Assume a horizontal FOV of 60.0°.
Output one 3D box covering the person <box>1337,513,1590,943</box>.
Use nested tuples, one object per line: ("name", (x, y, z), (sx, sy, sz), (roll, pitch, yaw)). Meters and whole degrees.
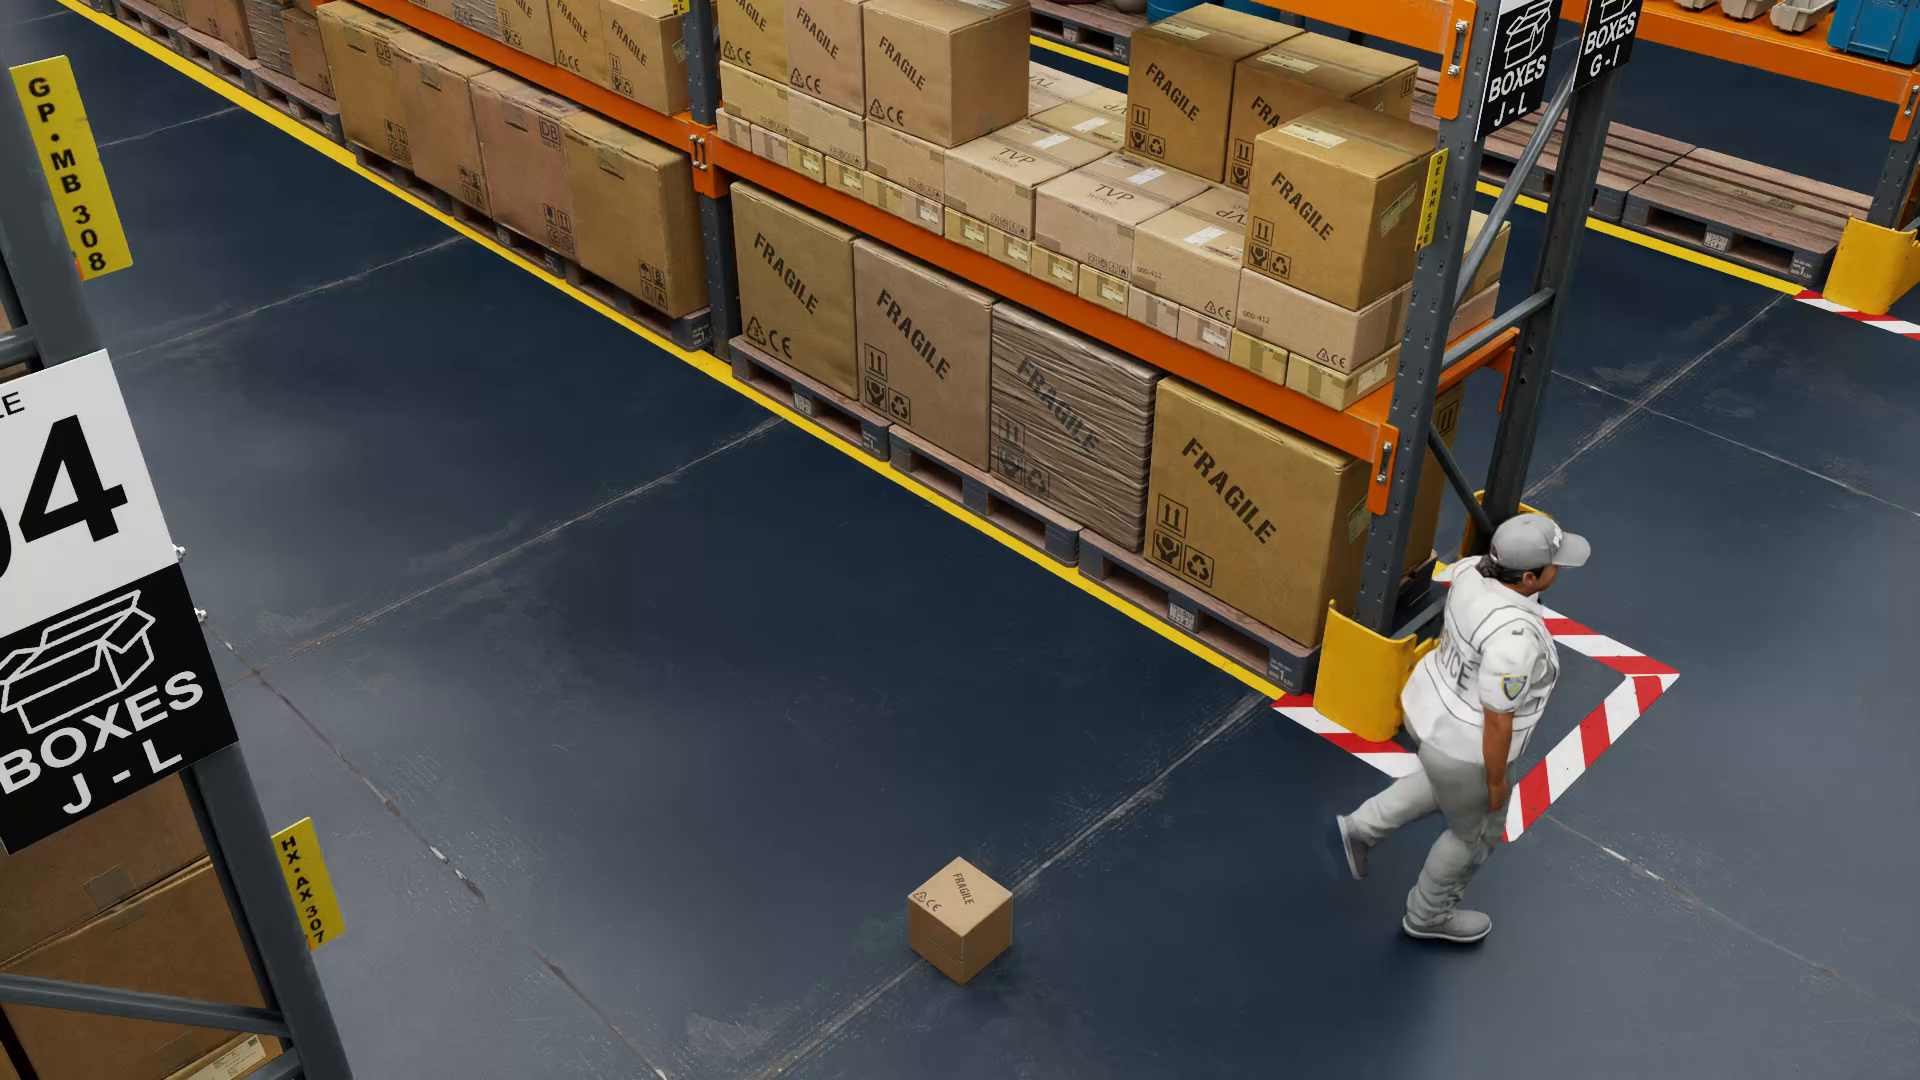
("person", (1.563, 0.598, 5.281), (0.538, 1.648, 0.529), (-2, 36, -3))
